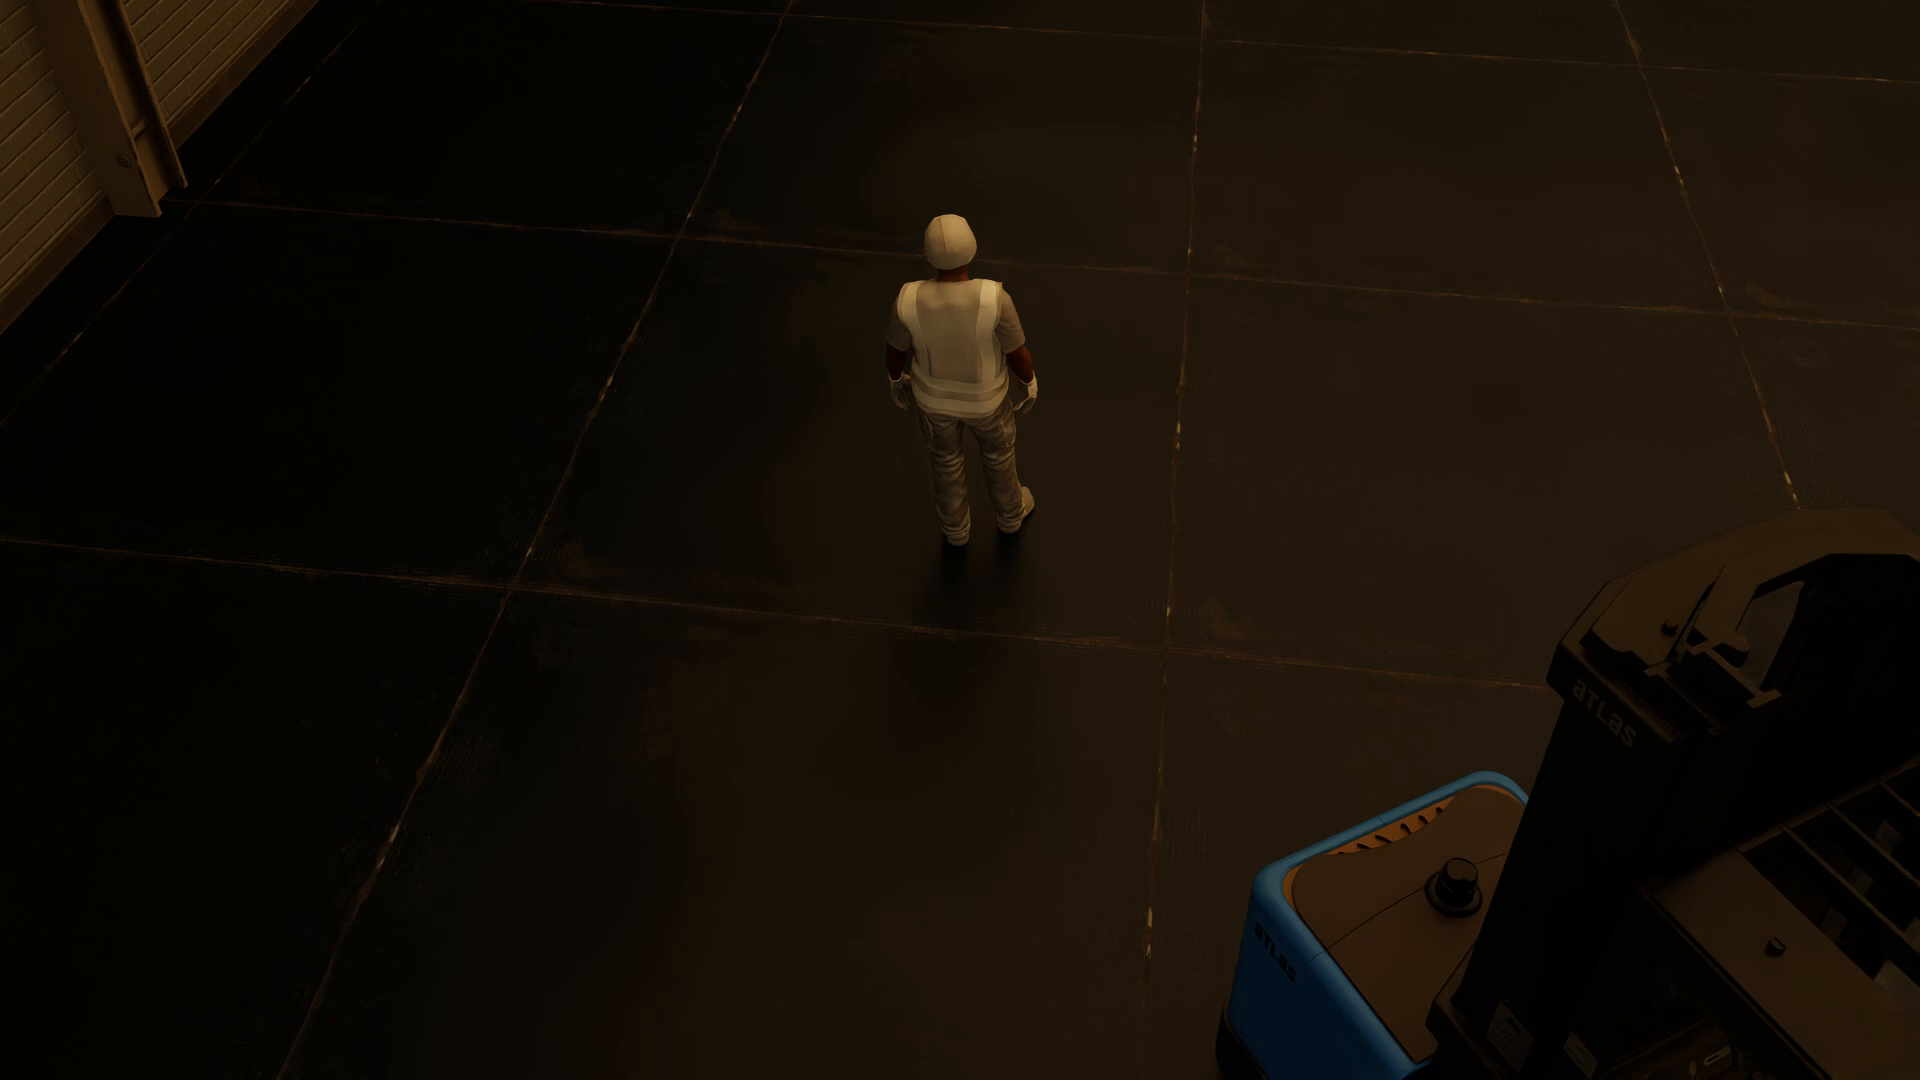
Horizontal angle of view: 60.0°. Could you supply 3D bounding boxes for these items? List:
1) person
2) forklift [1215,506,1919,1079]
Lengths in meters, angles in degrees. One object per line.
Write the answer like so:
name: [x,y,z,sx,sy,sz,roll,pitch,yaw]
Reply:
person: [0.018,-0.709,7.334,0.656,1.782,0.577,5,43,6]
forklift: [2.013,1.490,4.103,1.130,2.935,3.031,-19,46,-20]
